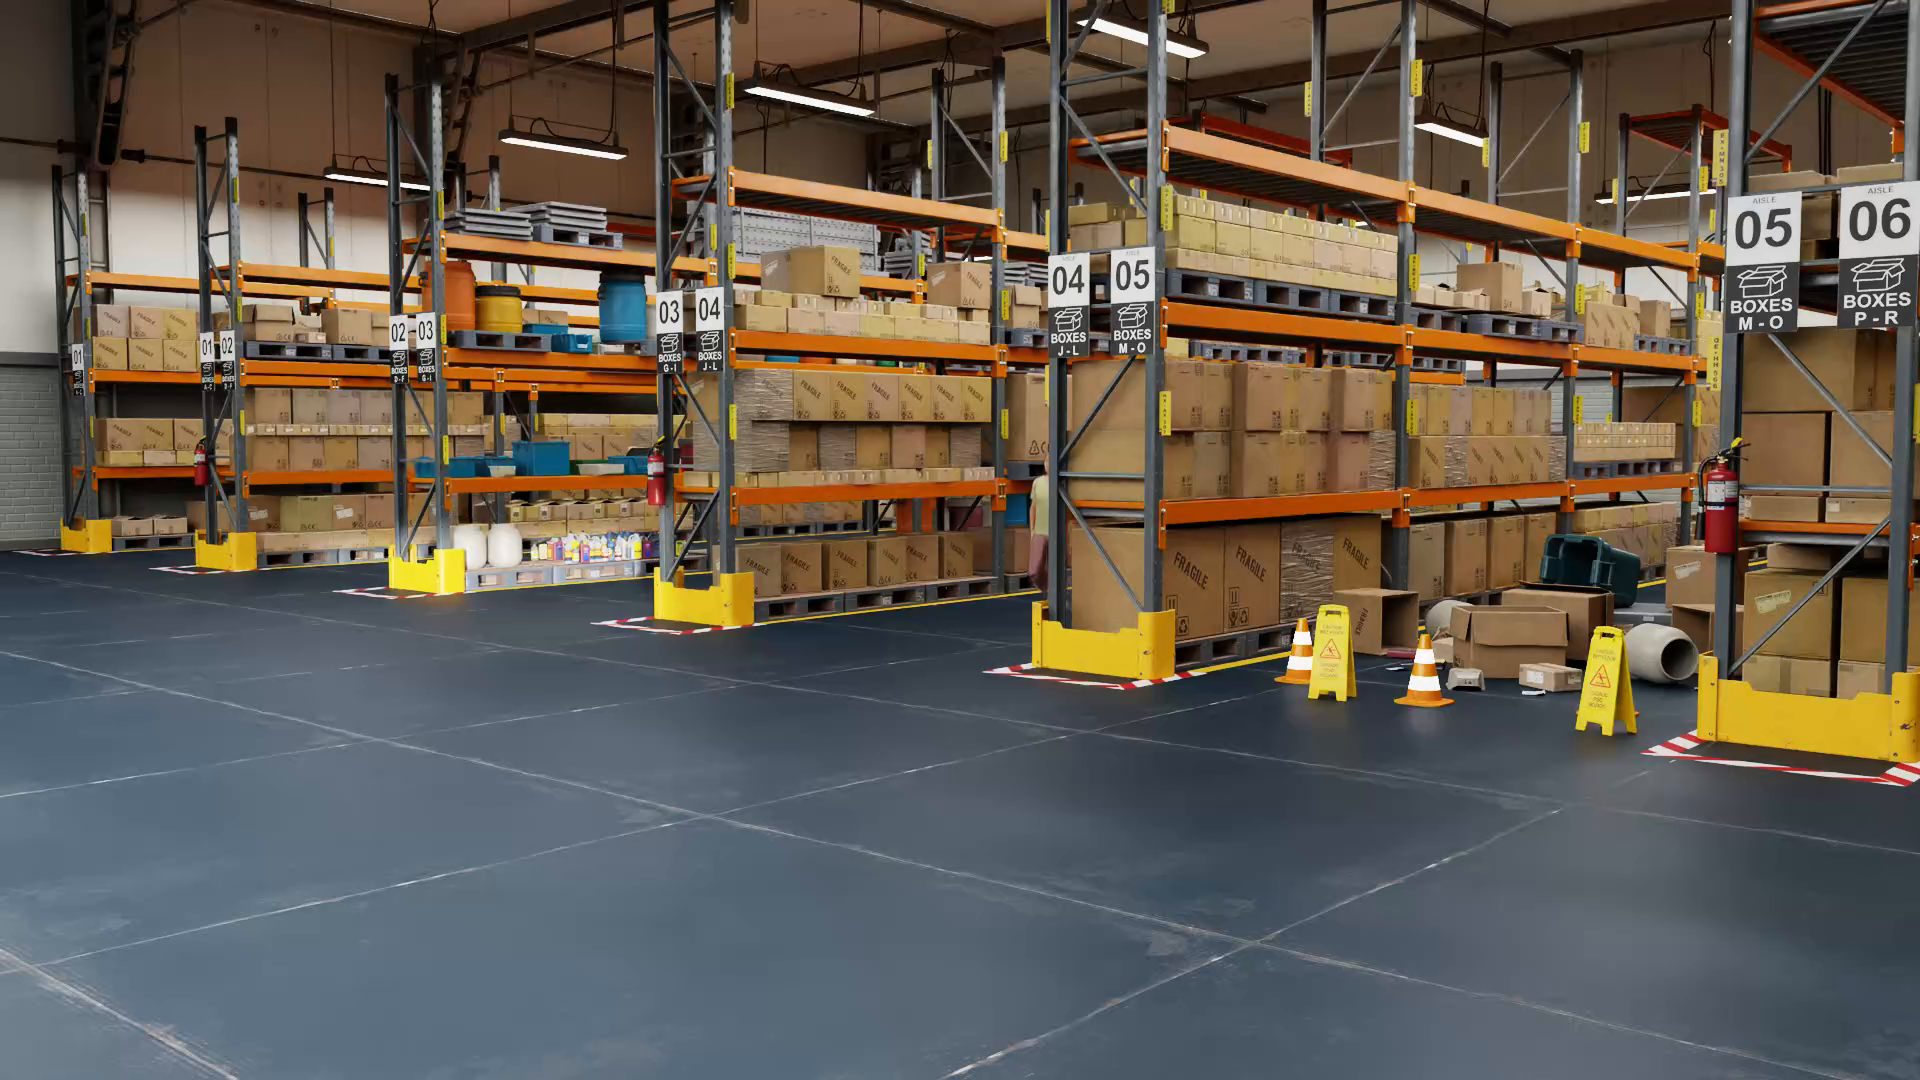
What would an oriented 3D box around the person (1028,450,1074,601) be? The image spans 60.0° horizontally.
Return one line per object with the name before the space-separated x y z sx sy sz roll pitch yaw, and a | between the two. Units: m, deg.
person | 0.889 -0.048 15.898 0.455 1.657 0.632 1 4 21
